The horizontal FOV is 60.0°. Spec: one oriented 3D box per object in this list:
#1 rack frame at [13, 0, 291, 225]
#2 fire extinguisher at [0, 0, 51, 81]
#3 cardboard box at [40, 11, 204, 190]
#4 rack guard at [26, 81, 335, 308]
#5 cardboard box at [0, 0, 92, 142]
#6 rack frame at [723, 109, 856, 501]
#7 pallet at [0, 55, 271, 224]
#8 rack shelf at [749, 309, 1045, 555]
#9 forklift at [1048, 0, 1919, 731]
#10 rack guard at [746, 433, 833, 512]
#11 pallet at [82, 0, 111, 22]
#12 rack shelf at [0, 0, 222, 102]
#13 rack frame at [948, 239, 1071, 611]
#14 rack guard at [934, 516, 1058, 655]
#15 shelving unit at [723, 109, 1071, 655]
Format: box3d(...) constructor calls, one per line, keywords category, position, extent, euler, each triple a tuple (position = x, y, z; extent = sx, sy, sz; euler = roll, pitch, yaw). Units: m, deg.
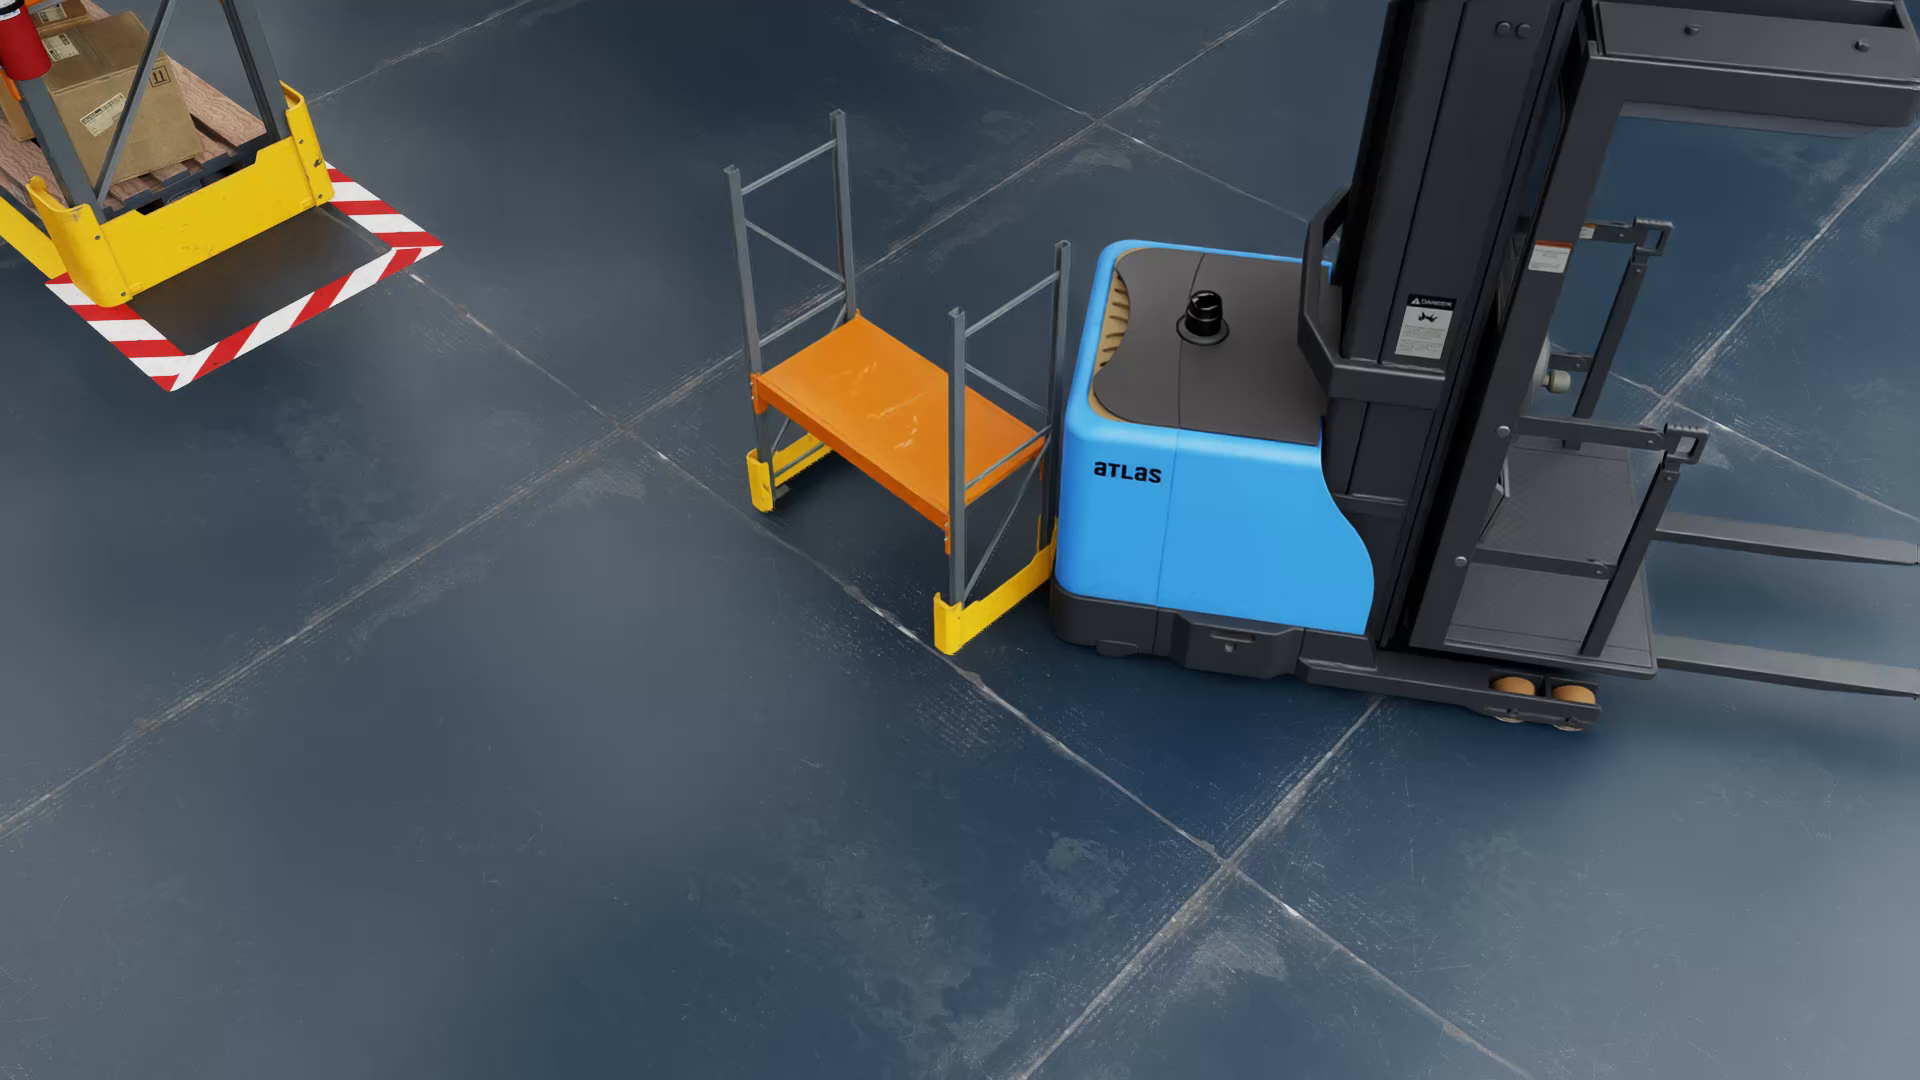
box3d(category="rack frame", position=(-3.361, -2.372, 6.420), extent=(0.127, 3.000, 1.000), euler=(34, 55, 28))
box3d(category="fire extinguisher", position=(-3.589, -2.042, 6.163), extent=(0.183, 0.674, 0.296), euler=(34, 55, 28))
box3d(category="cardboard box", position=(-3.808, -1.978, 7.476), extent=(0.500, 0.500, 0.500), euler=(-28, 53, -24))
box3d(category="rack guard", position=(-3.416, -1.554, 7.366), extent=(0.348, 0.500, 1.175), euler=(34, 55, 28))
box3d(category="cardboard box", position=(-4.271, -2.255, 7.737), extent=(0.500, 0.500, 0.500), euler=(-25, 52, -21))
box3d(category="rack frame", position=(-0.570, -0.787, 5.960), extent=(0.032, 1.500, 0.500), euler=(36, 56, 29))
box3d(category="pallet", position=(-3.989, -1.876, 7.867), extent=(1.213, 0.211, 1.003), euler=(34, 55, 28))
box3d(category="rack shelf", position=(-0.209, -0.402, 5.846), extent=(1.000, 0.185, 0.538), euler=(36, 56, 29))
box3d(category="forklift", position=(1.881, -0.779, 4.971), extent=(3.031, 2.935, 1.130), euler=(8, 47, 7))
box3d(category="rack guard", position=(-0.569, -0.358, 6.415), extent=(0.087, 0.250, 0.587), euler=(36, 56, 29))
box3d(category="pallet", position=(-4.882, -2.479, 8.433), extent=(1.213, 0.211, 1.003), euler=(34, 55, 28))
box3d(category="rack shelf", position=(-4.830, -3.115, 7.611), extent=(4.000, 0.370, 1.077), euler=(34, 55, 28))
box3d(category="rack frame", position=(0.151, -0.264, 5.469), extent=(0.032, 1.500, 0.500), euler=(36, 56, 29))
box3d(category="rack guard", position=(0.137, 0.154, 5.934), extent=(0.087, 0.250, 0.587), euler=(36, 56, 29))
box3d(category="shelving unit", position=(-0.216, -0.530, 5.719), extent=(1.083, 1.500, 0.587), euler=(36, 56, 29))
